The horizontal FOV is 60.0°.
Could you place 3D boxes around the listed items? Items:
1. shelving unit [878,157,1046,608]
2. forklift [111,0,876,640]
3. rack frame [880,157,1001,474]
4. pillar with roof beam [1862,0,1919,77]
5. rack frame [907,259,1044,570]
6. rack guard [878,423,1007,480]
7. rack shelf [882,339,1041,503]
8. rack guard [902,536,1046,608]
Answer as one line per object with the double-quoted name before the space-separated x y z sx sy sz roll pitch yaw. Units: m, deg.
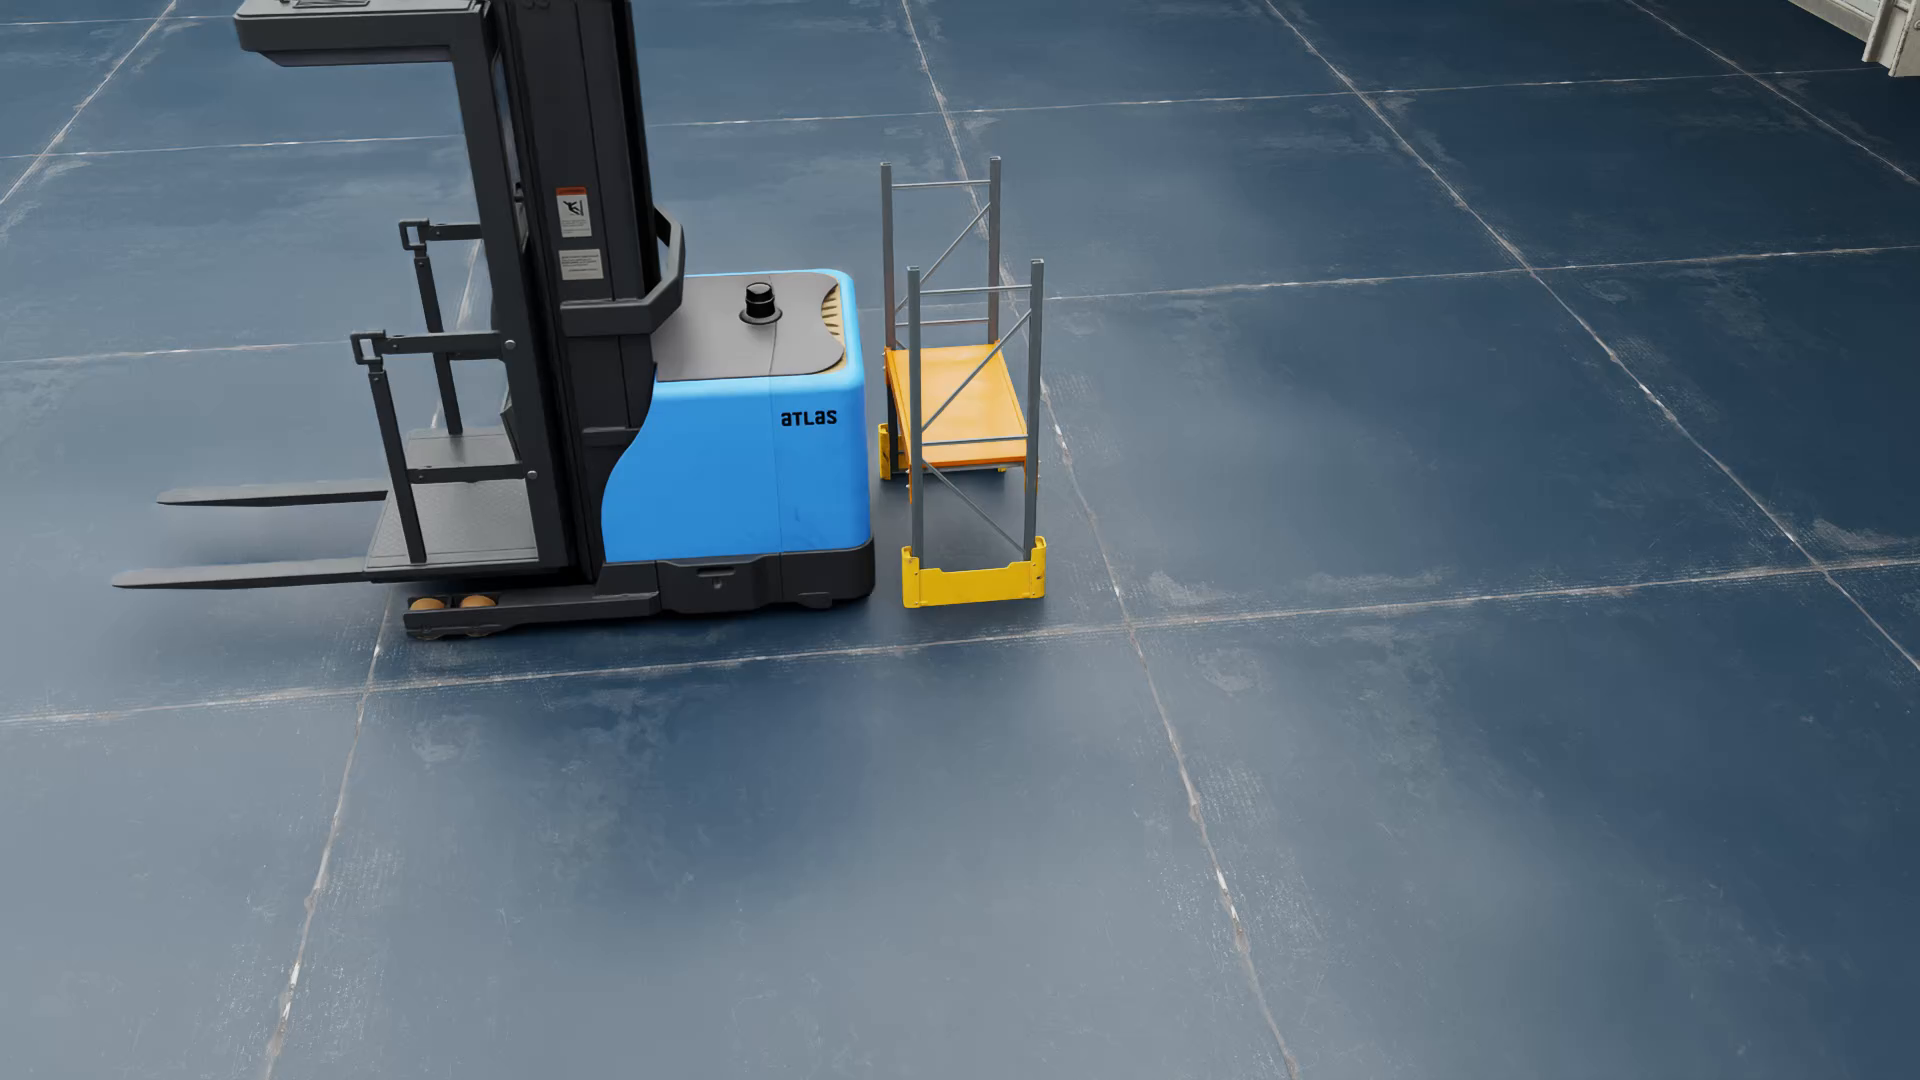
"shelving unit" -0.010 -0.662 6.890 0.587 1.500 1.083 -4 35 -6
"forklift" -1.900 -1.125 6.298 3.031 2.935 1.130 -3 34 -5
"rack frame" -0.080 -0.951 7.314 0.500 1.500 0.032 -4 35 -6
"pillar with roof beam" 2.736 -6.932 9.431 9.100 9.000 0.400 -4 35 -6
"rack frame" 0.057 -0.384 6.481 0.500 1.500 0.032 -4 35 -6
"rack guard" -0.077 -0.424 7.650 0.587 0.250 0.087 -4 35 -6
"rack shelf" -0.011 -0.519 6.999 0.538 0.185 1.000 -4 35 -6
"rack guard" 0.057 0.132 6.834 0.587 0.250 0.087 -4 35 -6
